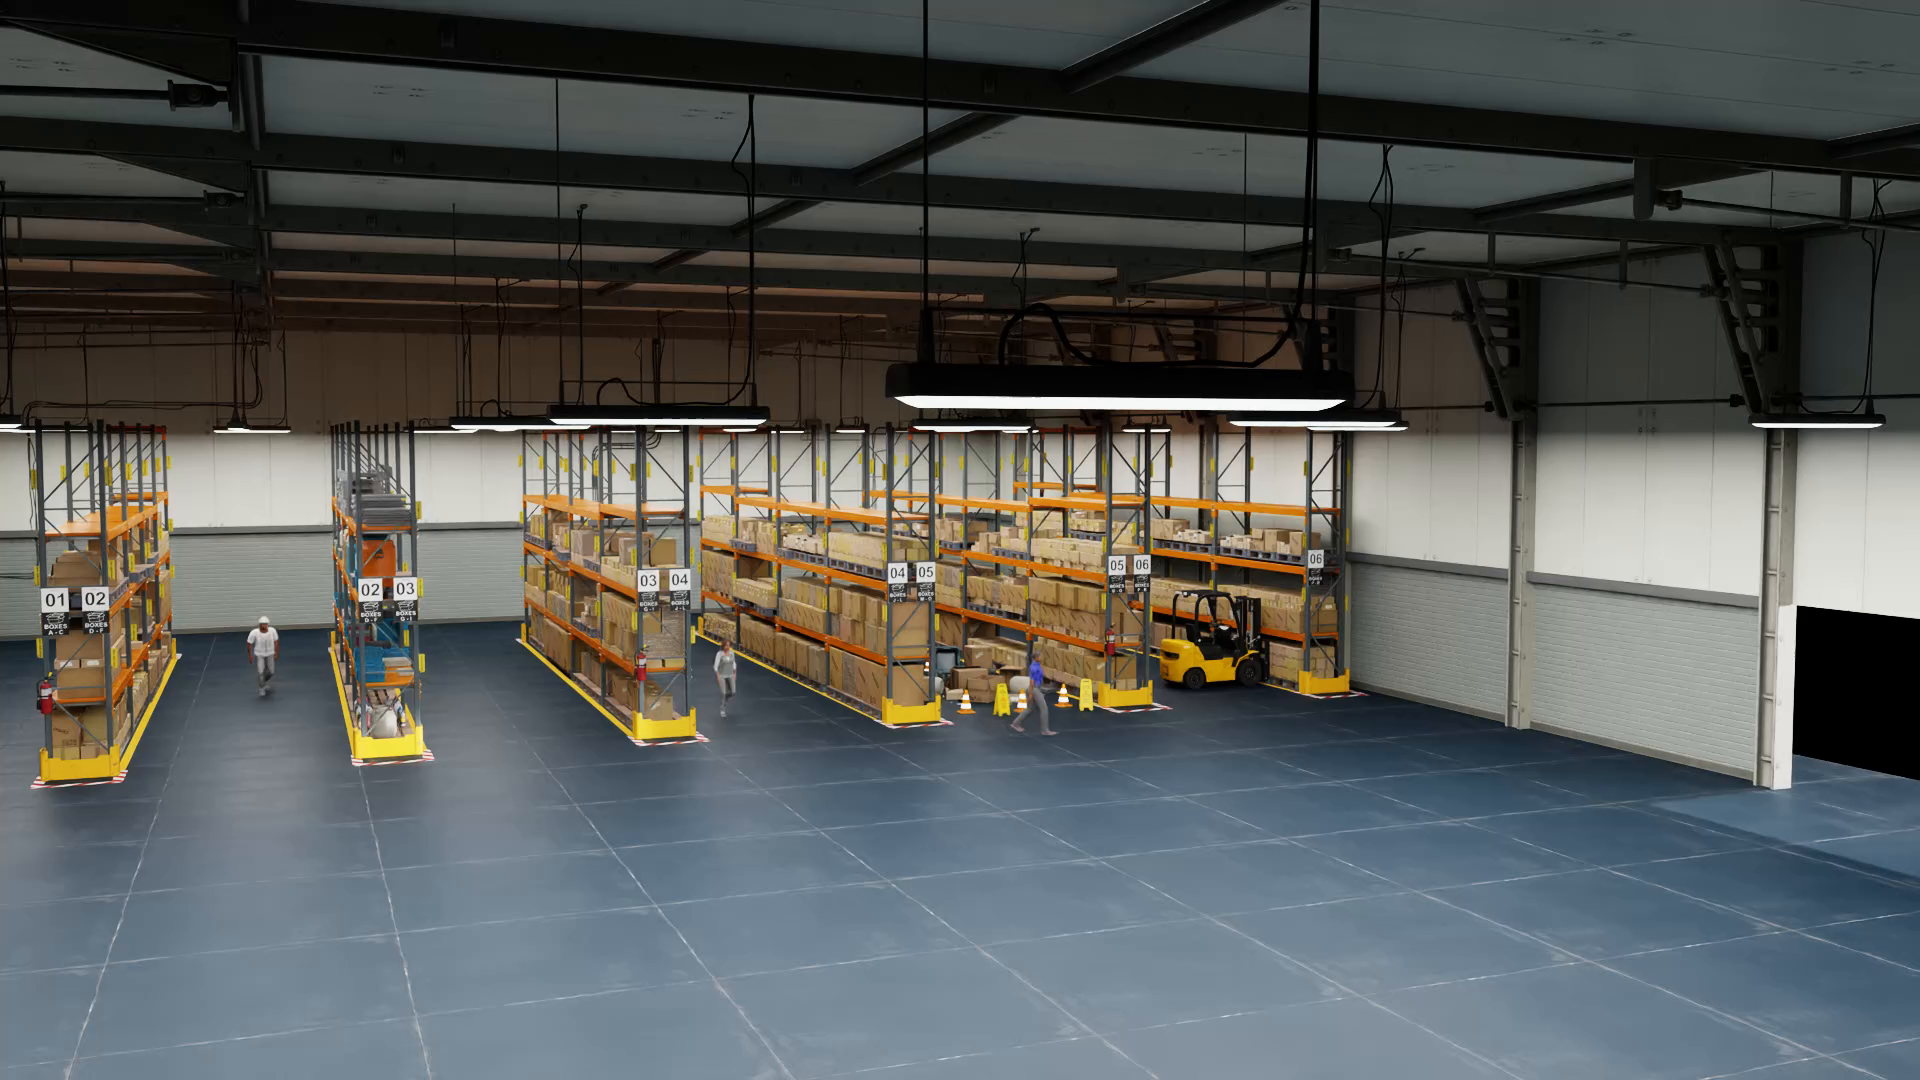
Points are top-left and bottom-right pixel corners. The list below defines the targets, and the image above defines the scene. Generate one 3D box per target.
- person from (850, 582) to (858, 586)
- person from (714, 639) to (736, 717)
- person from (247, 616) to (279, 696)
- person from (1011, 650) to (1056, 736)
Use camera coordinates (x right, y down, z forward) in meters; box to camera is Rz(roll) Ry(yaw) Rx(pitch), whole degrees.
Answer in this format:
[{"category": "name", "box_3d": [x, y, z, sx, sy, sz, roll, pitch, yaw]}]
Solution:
[{"category": "person", "box_3d": [-2.920, 1.961, 45.995, 0.597, 1.787, 0.486, 0, 4, 7]}, {"category": "person", "box_3d": [-4.845, 2.815, 34.139, 0.501, 1.582, 0.475, -2, 4, -31]}, {"category": "person", "box_3d": [-15.484, 2.552, 36.927, 0.659, 1.743, 0.656, -3, 4, -37]}, {"category": "person", "box_3d": [1.409, 2.922, 31.914, 0.854, 1.606, 0.474, 0, 4, -1]}]
